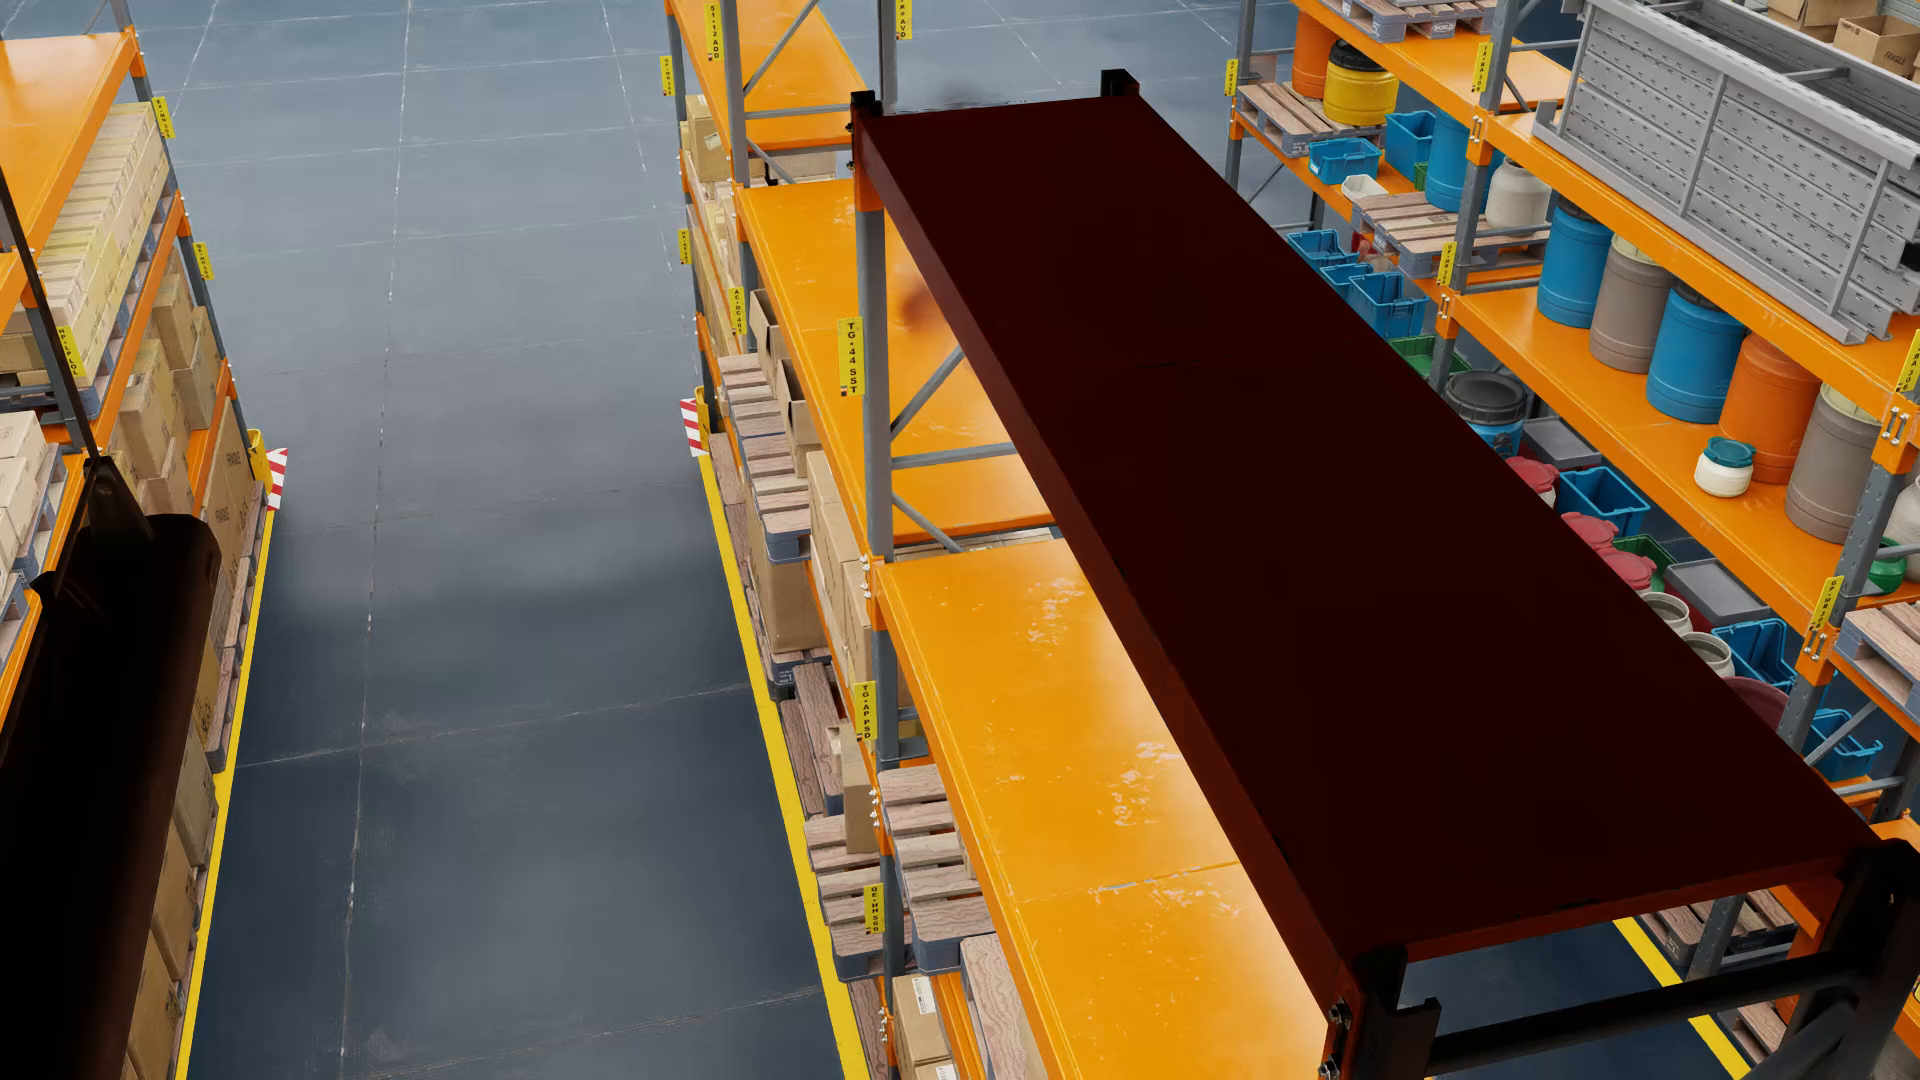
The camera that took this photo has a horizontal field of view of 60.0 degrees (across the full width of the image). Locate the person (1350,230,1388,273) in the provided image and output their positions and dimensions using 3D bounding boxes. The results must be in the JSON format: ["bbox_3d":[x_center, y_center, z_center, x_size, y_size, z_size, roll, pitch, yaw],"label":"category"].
[{"bbox_3d":[4.108,-2.726,16.612,0.664,1.732,0.762,-25,41,-31],"label":"person"}]
